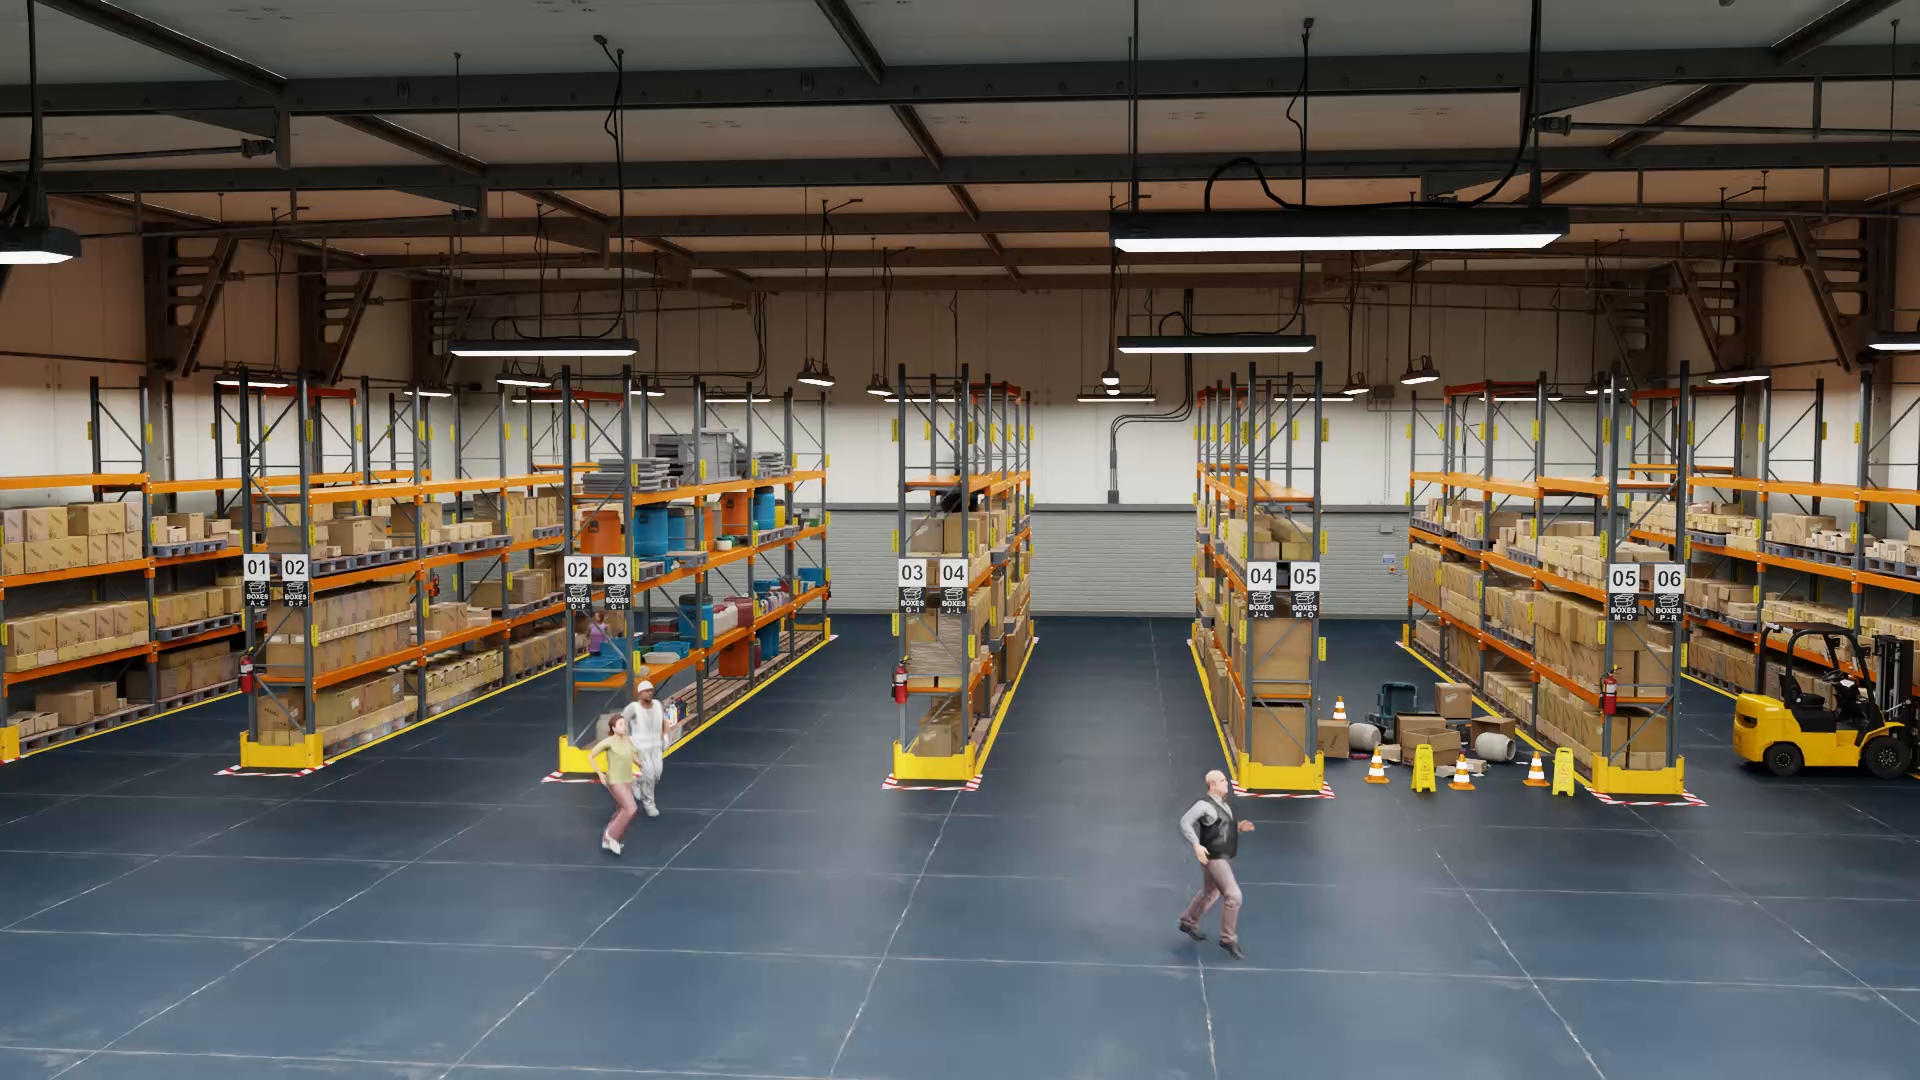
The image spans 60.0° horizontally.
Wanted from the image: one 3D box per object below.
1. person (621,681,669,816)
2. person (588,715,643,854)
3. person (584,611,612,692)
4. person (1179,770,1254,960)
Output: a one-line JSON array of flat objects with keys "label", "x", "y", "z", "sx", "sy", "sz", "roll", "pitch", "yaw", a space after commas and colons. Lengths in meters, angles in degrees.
[{"label": "person", "x": -4.161, "y": 2.726, "z": 21.961, "sx": 0.700, "sy": 1.753, "sz": 0.706, "roll": -4, "pitch": 5, "yaw": -44}, {"label": "person", "x": -4.025, "y": 2.895, "z": 19.761, "sx": 0.626, "sy": 1.638, "sz": 0.558, "roll": 2, "pitch": 4, "yaw": 29}, {"label": "person", "x": -7.028, "y": 2.155, "z": 32.294, "sx": 0.549, "sy": 1.552, "sz": 0.556, "roll": 0, "pitch": 4, "yaw": -5}, {"label": "person", "x": 2.461, "y": 3.111, "z": 16.054, "sx": 0.778, "sy": 1.782, "sz": 0.629, "roll": 2, "pitch": 4, "yaw": 28}]
